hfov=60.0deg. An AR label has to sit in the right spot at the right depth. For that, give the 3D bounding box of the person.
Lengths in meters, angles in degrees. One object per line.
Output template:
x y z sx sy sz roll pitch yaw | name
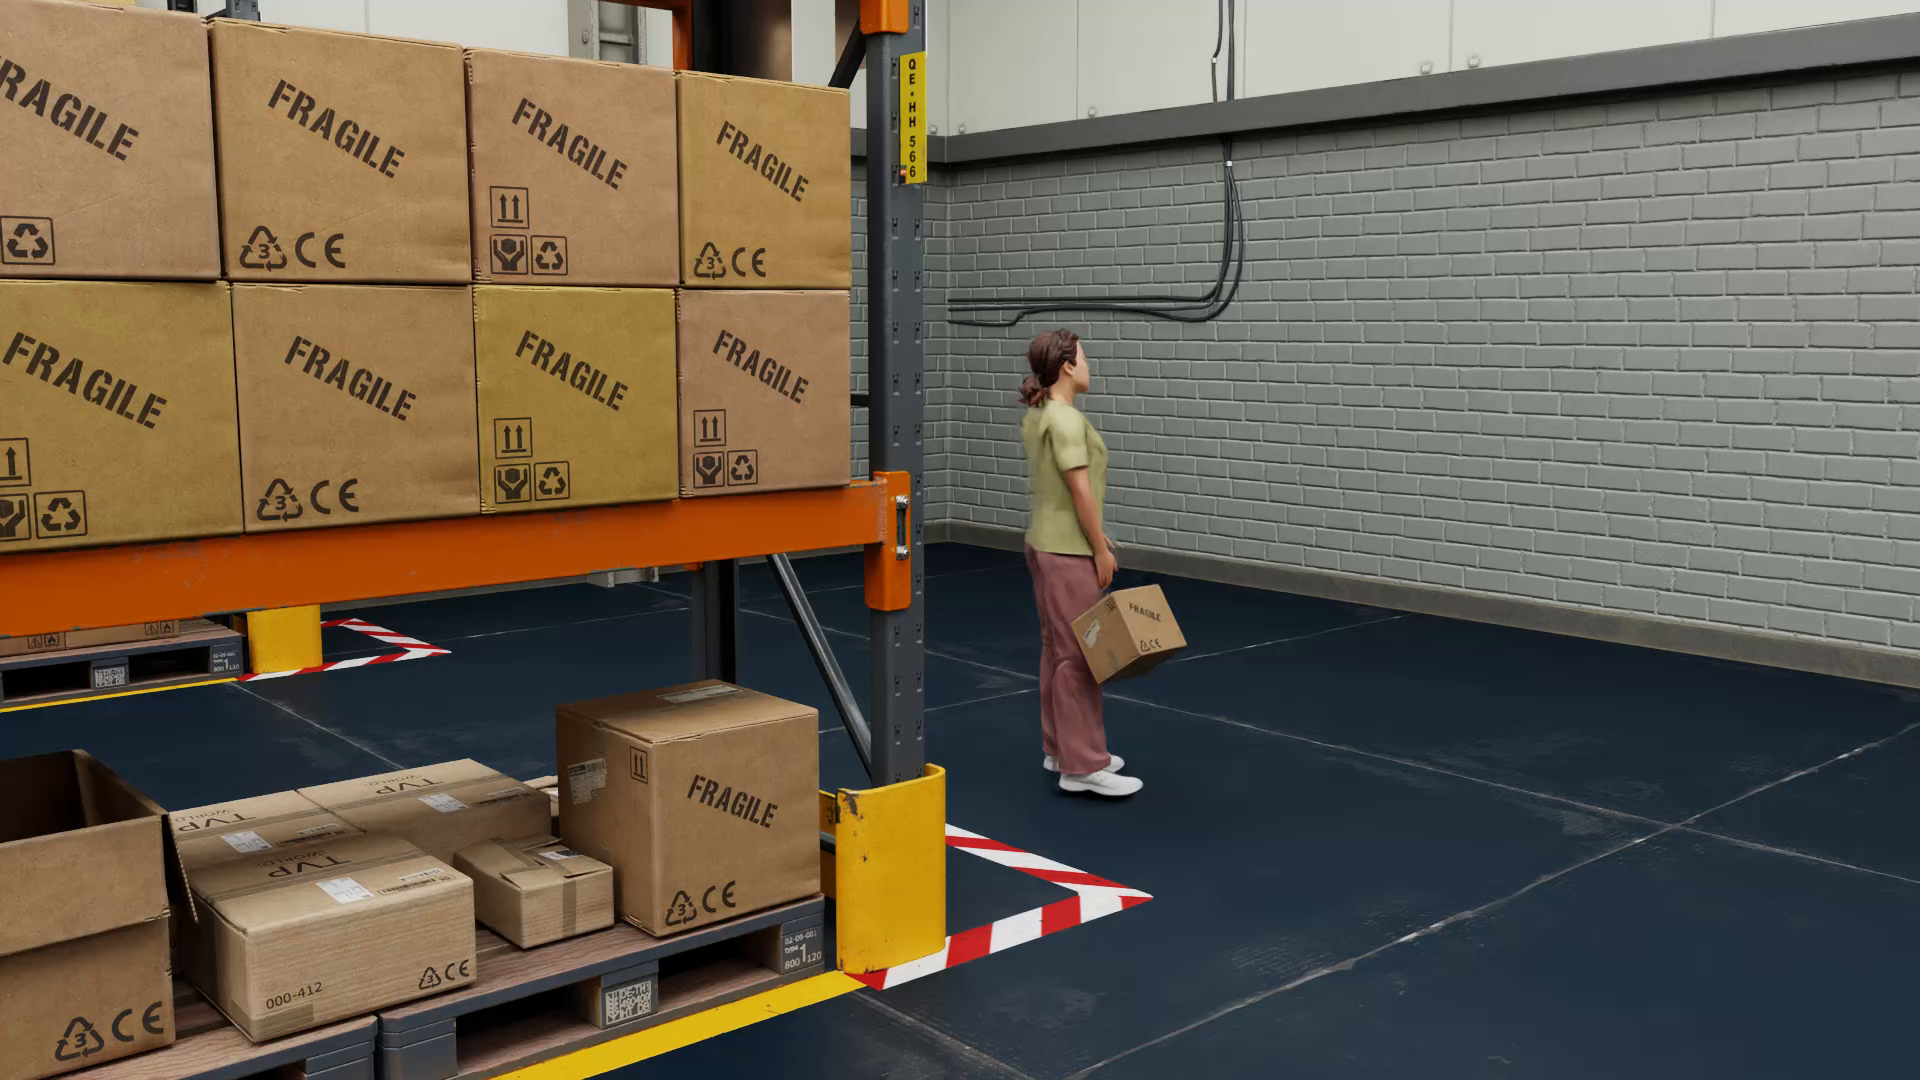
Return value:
0.425 0.070 6.121 0.433 1.686 0.516 -2 8 -14 | person
